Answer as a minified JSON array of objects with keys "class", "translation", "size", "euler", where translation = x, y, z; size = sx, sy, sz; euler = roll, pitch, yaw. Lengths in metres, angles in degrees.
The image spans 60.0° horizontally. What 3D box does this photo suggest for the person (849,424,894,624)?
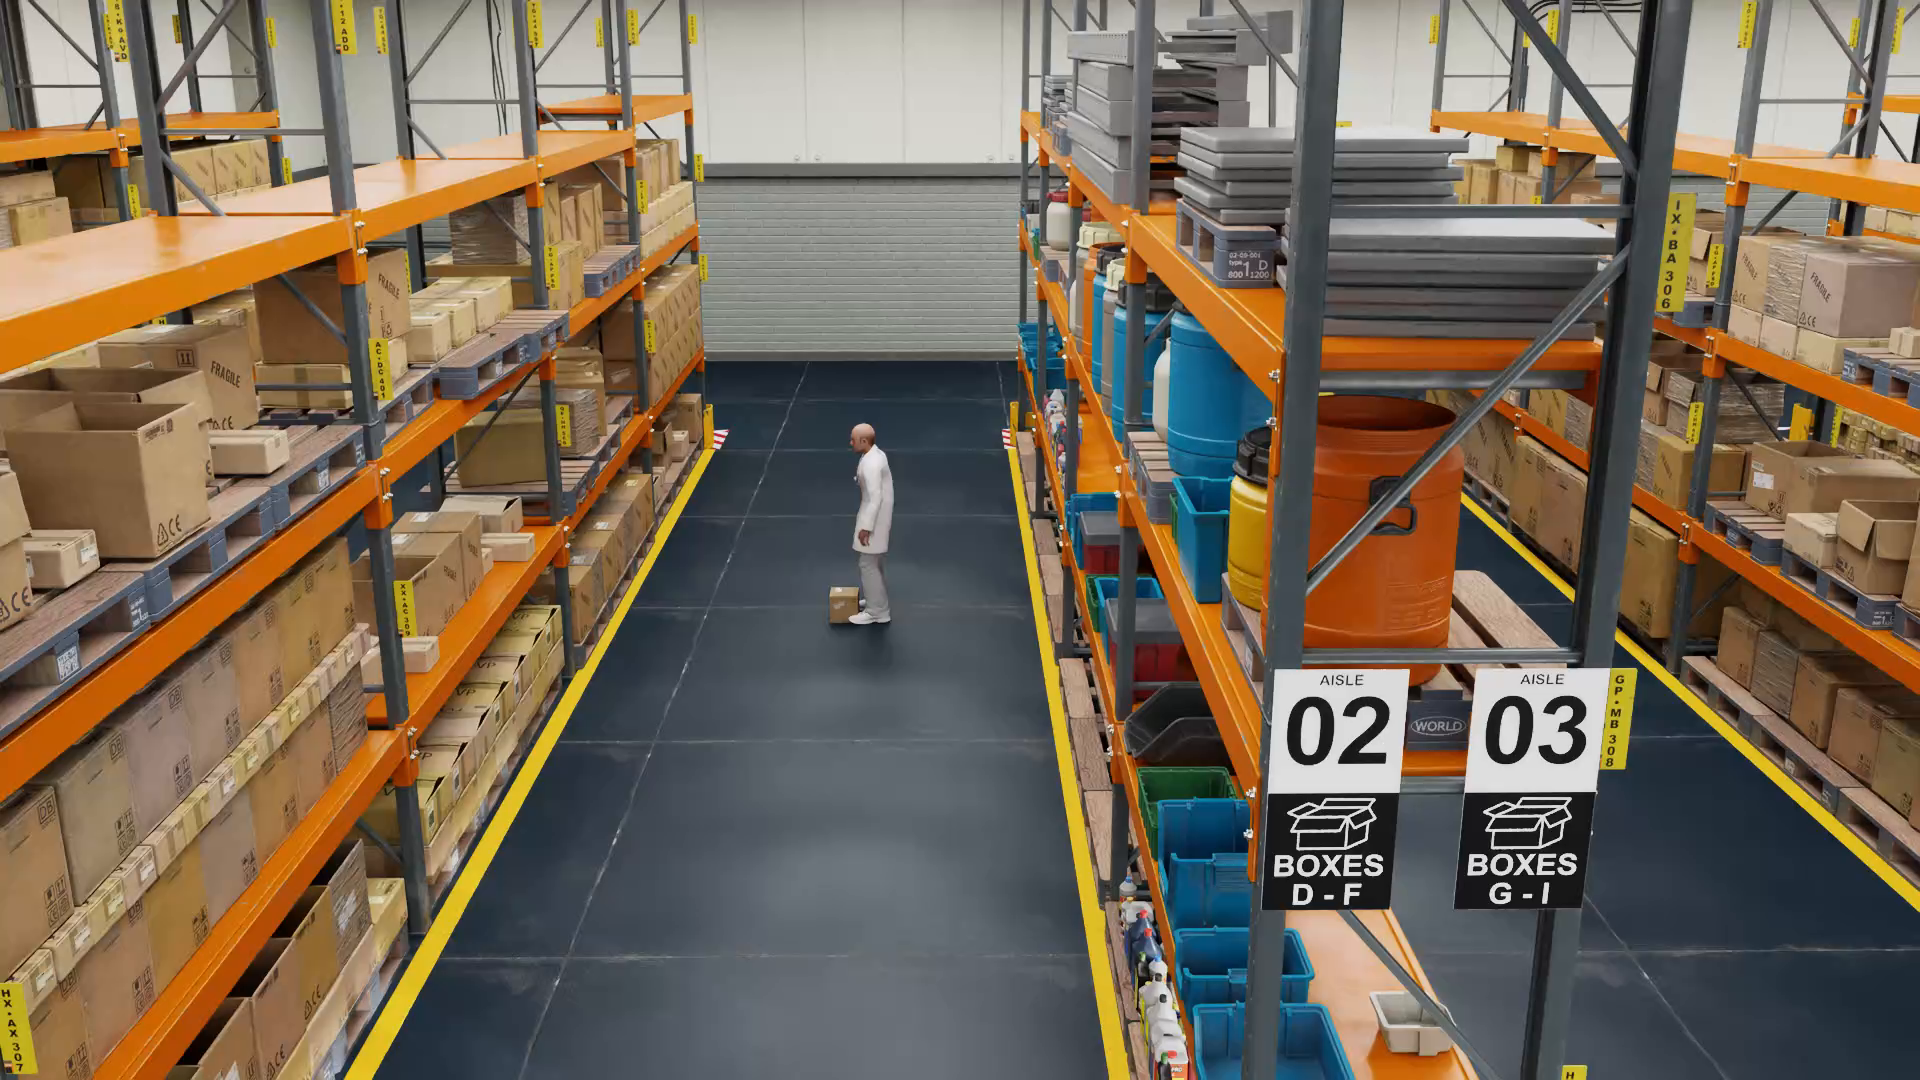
[{"class":"person","translation":[-0.785,-0.156,14.584],"size":[0.421,1.774,0.642],"euler":[0,17,-1]}]
